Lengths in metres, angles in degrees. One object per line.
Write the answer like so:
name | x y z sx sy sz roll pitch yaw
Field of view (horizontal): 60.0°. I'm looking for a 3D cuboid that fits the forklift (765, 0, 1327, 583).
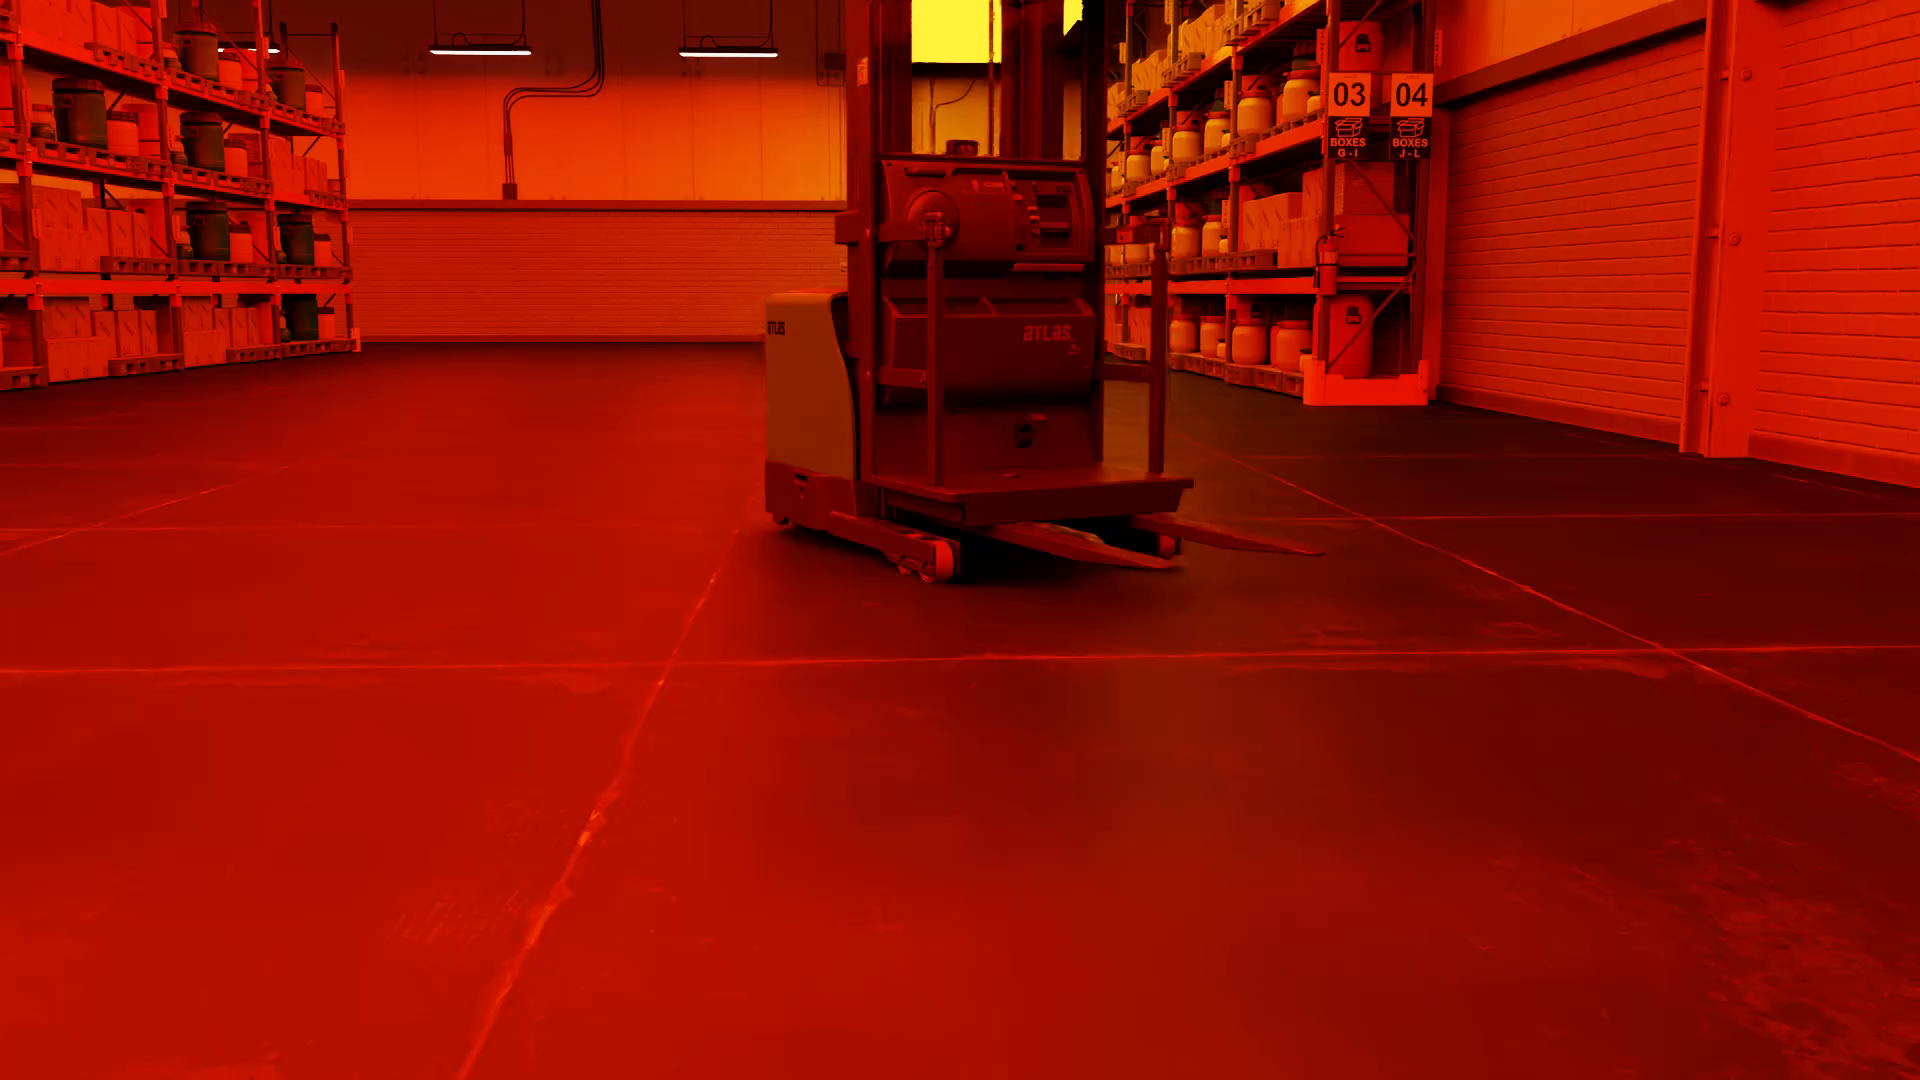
forklift | 0.223 -1.362 6.500 1.130 2.935 3.031 -4 10 -27
